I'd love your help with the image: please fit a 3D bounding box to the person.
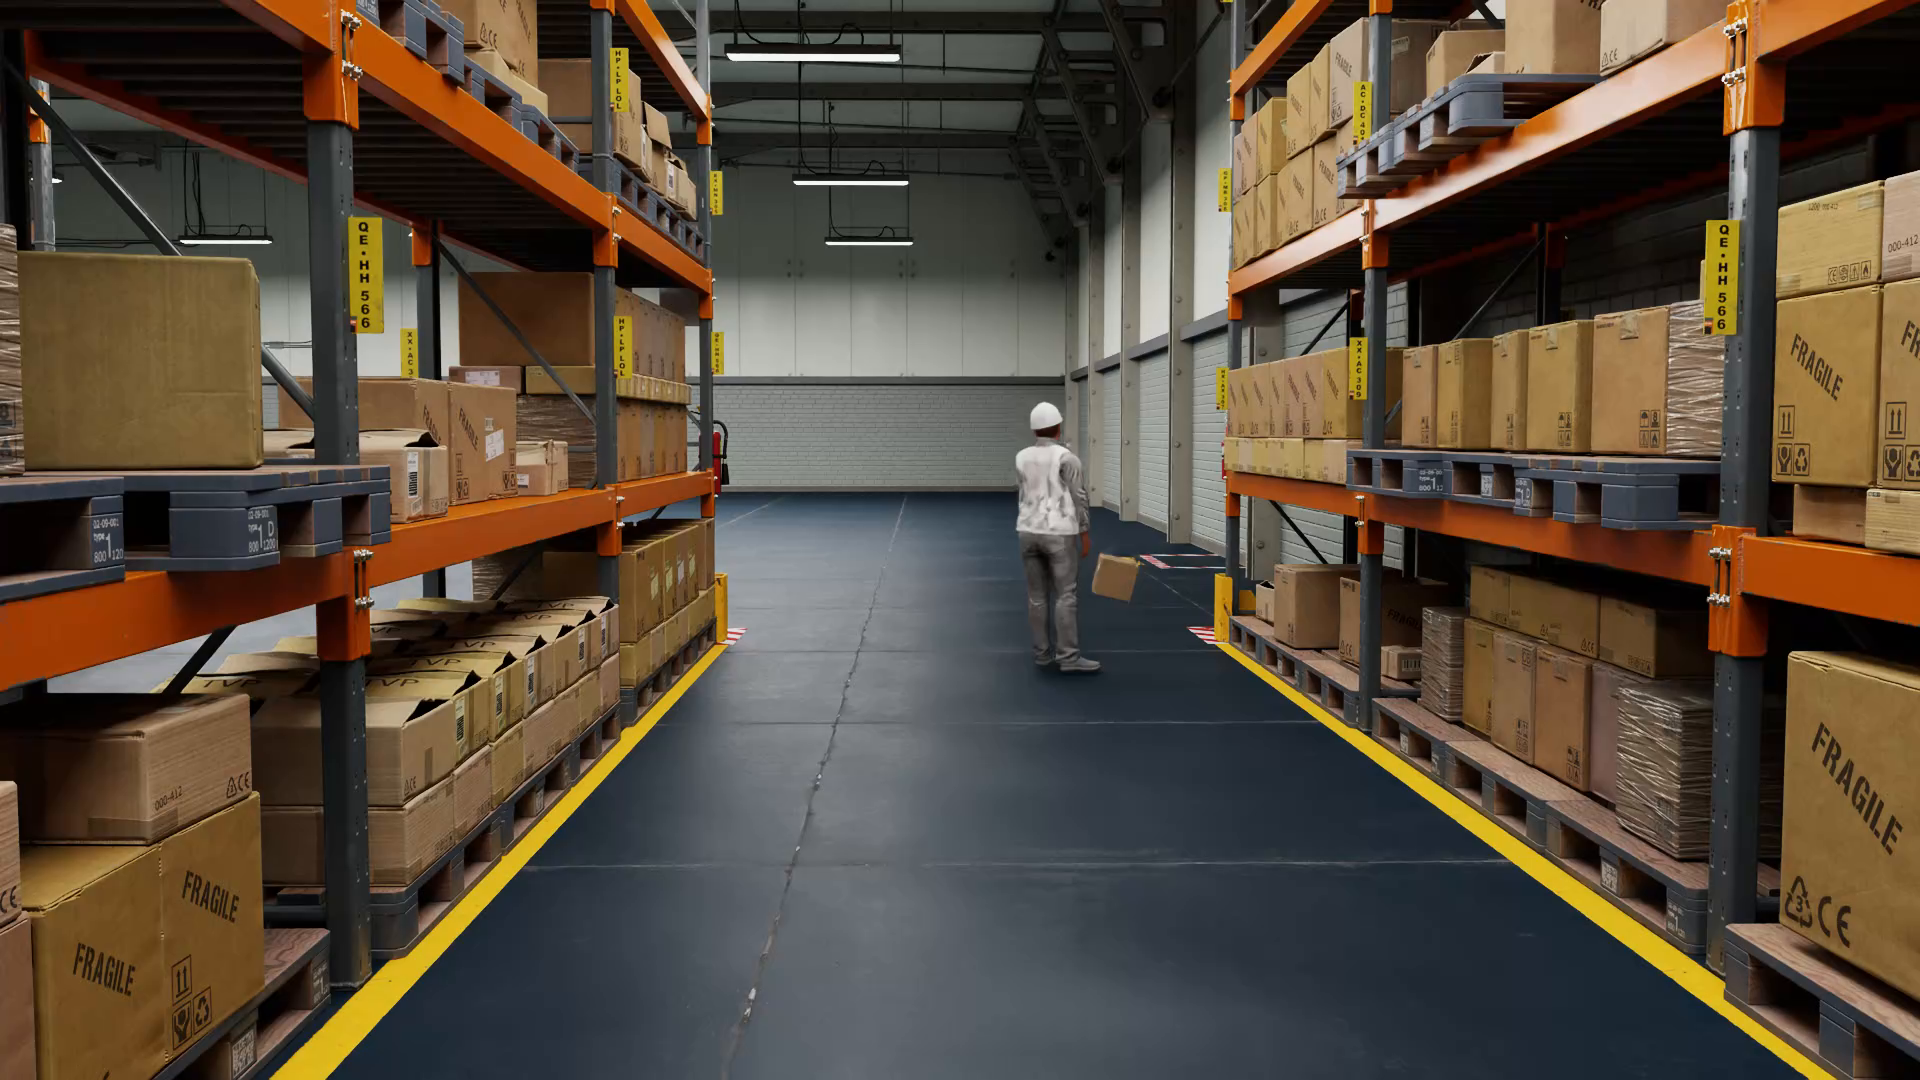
[{"bbox_3d":[0.655,-0.027,11.146,0.581,1.783,0.482,3,5,38],"label":"person"}]
